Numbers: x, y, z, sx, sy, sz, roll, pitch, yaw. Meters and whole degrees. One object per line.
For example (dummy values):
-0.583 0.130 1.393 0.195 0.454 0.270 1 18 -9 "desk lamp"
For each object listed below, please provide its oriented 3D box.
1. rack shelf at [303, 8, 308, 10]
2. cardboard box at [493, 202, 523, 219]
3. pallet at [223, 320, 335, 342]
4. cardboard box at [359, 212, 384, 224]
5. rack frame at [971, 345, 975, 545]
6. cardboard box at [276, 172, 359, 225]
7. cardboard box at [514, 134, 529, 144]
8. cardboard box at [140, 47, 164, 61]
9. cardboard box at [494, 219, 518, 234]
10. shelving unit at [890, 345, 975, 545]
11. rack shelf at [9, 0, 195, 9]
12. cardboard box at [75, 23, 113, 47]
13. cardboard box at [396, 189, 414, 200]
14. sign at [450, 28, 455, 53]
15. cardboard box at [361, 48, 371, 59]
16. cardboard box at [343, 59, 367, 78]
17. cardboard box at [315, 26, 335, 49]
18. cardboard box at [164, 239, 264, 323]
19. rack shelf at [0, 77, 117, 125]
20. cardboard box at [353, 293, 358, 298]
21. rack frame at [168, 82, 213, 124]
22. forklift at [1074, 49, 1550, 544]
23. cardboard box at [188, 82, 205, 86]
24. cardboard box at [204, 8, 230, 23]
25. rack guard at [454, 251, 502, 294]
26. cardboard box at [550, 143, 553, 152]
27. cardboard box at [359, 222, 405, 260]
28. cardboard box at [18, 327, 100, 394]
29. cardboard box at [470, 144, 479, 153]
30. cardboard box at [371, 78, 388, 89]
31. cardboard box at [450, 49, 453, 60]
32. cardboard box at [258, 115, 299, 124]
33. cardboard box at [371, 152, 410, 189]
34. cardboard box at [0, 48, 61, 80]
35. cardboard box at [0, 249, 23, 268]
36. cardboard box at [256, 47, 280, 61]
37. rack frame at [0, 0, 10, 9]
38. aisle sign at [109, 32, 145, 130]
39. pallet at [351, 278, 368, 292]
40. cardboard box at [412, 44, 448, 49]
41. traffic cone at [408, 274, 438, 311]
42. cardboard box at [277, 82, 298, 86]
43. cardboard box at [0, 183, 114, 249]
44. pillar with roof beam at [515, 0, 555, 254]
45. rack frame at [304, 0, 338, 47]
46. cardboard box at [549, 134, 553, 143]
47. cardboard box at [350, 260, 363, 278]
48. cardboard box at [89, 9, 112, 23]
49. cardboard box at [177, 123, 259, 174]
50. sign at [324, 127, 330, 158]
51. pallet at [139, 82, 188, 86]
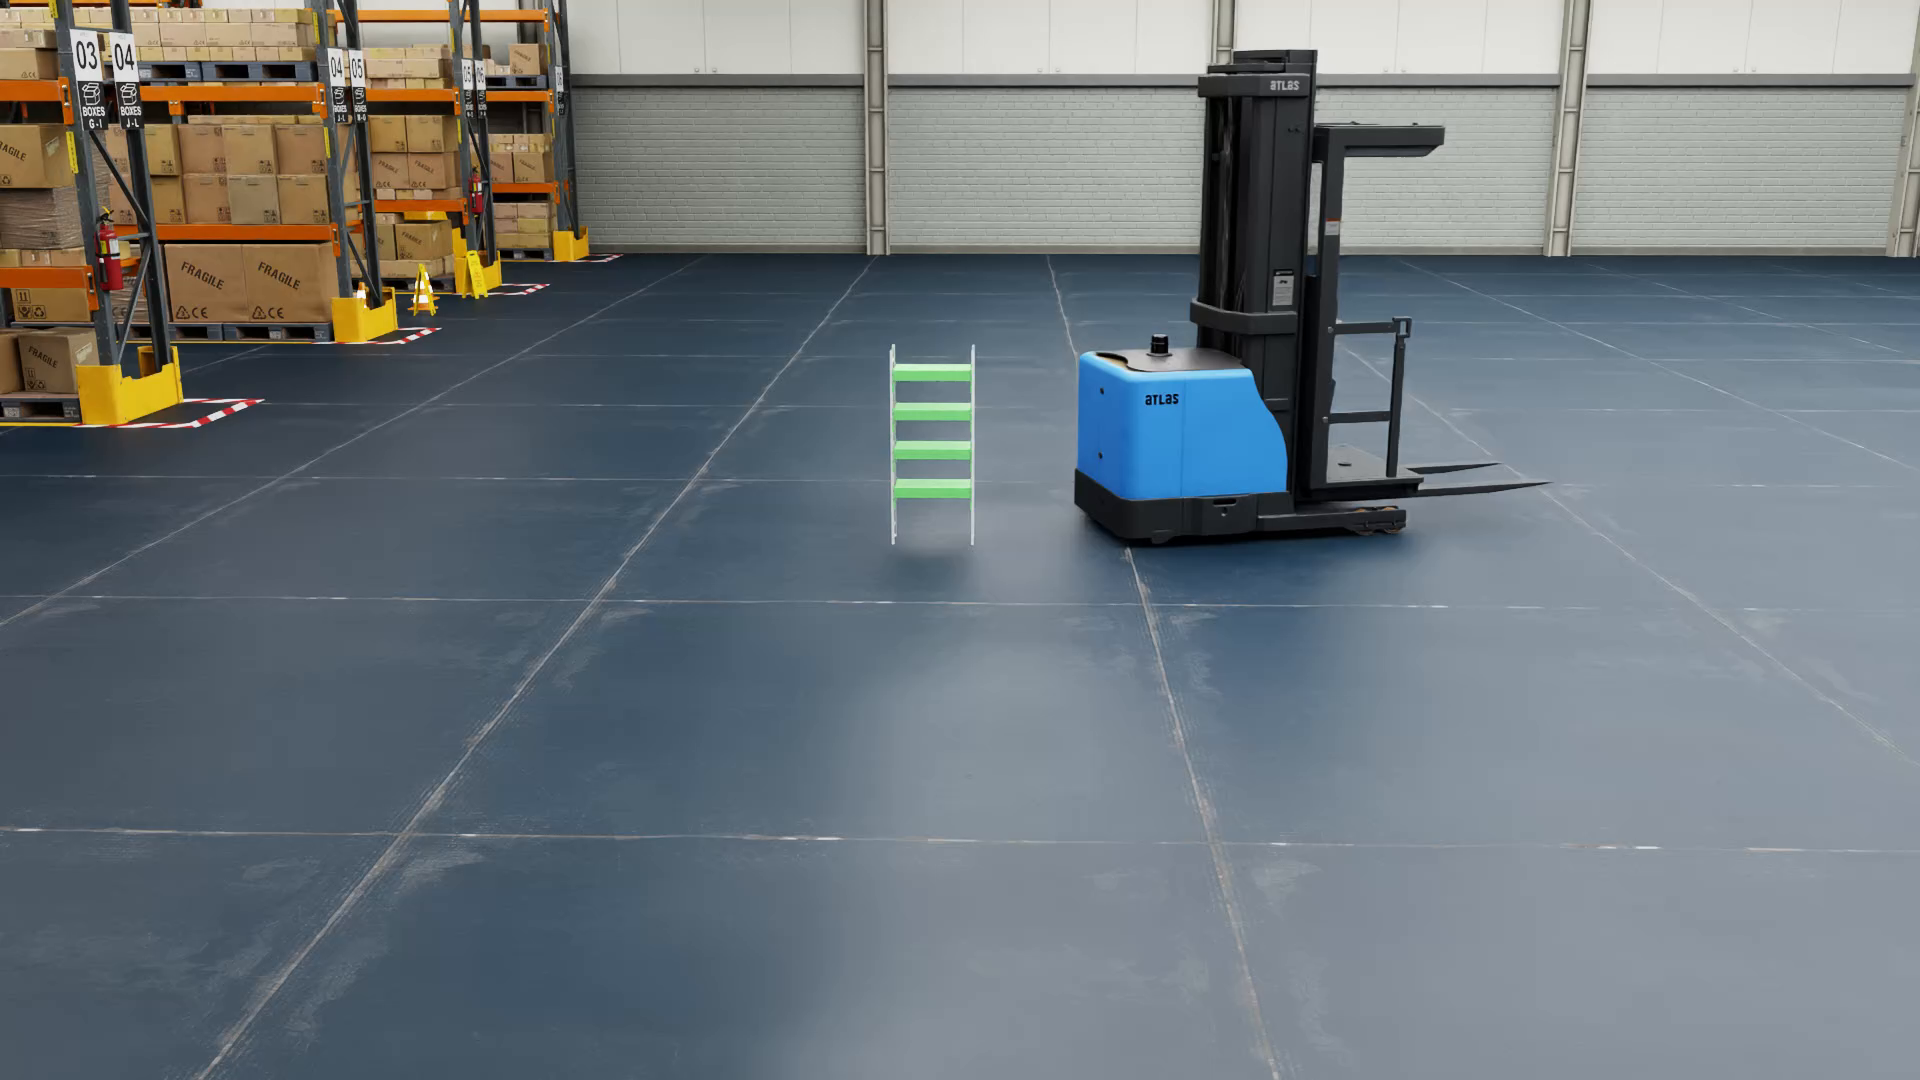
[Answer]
-12.778 -8.759 28.095 4.000 0.370 1.077 0 15 1 "rack shelf"
-7.759 -5.643 28.456 0.500 0.250 0.500 1 15 2 "cardboard box"
-7.730 -2.469 19.284 1.213 0.211 1.003 0 15 1 "pallet"
-8.331 -4.571 23.611 0.250 0.149 0.380 1 15 2 "cardboard box"
0.078 -0.580 10.185 0.015 1.200 0.240 0 15 1 "rack frame"
-7.301 -3.895 18.930 0.550 0.550 0.875 0 15 1 "cardboard box"
-7.391 -6.809 28.217 0.250 0.149 0.380 0 15 2 "cardboard box"
-8.794 -5.338 18.286 0.250 0.149 0.380 1 15 2 "cardboard box"
-7.776 -5.405 28.535 0.500 0.250 0.500 0 15 1 "cardboard box"
-0.165 -0.581 10.191 0.503 1.200 0.258 0 15 1 "shelving unit"
-12.901 -7.494 23.297 4.000 0.370 1.077 0 15 1 "rack shelf"
-9.437 -5.550 18.309 0.500 0.250 0.500 0 15 1 "cardboard box"
-7.794 -4.902 23.532 0.250 0.149 0.380 0 15 0 "cardboard box"
-6.937 -6.832 22.740 0.005 0.325 0.100 0 15 1 "sign"
-8.258 -6.763 23.143 0.250 0.149 0.380 0 15 1 "cardboard box"
-8.443 -6.557 23.144 0.500 0.250 0.500 1 15 3 "cardboard box"
-7.404 -5.674 18.776 0.500 0.250 0.500 0 15 1 "cardboard box"
-8.488 -3.000 19.174 0.875 0.875 0.875 0 15 1 "cardboard box"
-9.156 -3.683 13.951 4.000 0.370 1.077 0 15 1 "rack shelf"
-8.264 -3.210 22.215 0.250 0.149 0.380 9 17 30 "cardboard box"
-10.902 -5.121 23.870 0.127 3.000 1.000 0 15 1 "rack frame"
2.328 -1.572 10.552 3.031 2.935 1.130 -4 15 -13 "forklift"
-10.593 -6.385 23.272 0.250 0.149 0.380 0 15 1 "cardboard box"
-8.039 -5.718 18.164 0.250 0.149 0.380 1 15 2 "cardboard box"
-6.979 -3.887 24.092 0.348 0.500 1.175 0 15 1 "rack guard"
-7.113 -6.791 28.733 0.250 0.149 0.380 0 15 0 "cardboard box"
-8.233 -4.272 23.750 0.500 0.500 0.500 1 15 4 "cardboard box"
-7.780 -1.570 14.489 0.500 0.500 0.500 3 15 12 "cardboard box"
-8.164 -6.659 28.233 0.250 0.149 0.380 0 15 0 "cardboard box"
-8.033 -6.377 23.244 0.250 0.149 0.380 0 15 2 "cardboard box"
-7.253 -6.864 23.525 0.250 0.149 0.380 0 15 1 "cardboard box"
-9.456 -5.719 23.399 0.500 0.500 0.700 0 15 0 "cardboard box"
-7.953 -5.225 23.484 0.500 0.500 0.500 0 15 2 "cardboard box"
-7.645 -3.884 13.595 0.500 0.250 0.500 1 15 3 "cardboard box"
-7.948 -2.386 13.995 0.250 0.149 0.380 0 15 1 "cardboard box"
-7.522 -5.330 18.255 0.250 0.149 0.380 0 15 2 "cardboard box"
-10.927 -6.759 18.317 0.127 3.000 1.000 0 15 1 "rack frame"
-7.087 -3.901 14.149 0.004 0.787 0.394 0 15 1 "aisle sign"
-9.007 -3.770 24.216 1.213 0.211 1.003 0 15 1 "pallet"
-8.834 -8.099 28.056 0.637 0.503 0.797 1 15 3 "cardboard box"
-7.054 -3.257 21.777 0.334 0.463 0.336 0 15 1 "traffic cone"
-9.310 -6.355 23.158 0.250 0.149 0.380 0 15 0 "cardboard box"
-7.705 -2.770 14.182 0.500 0.500 0.875 0 15 1 "cardboard box"
-7.563 -8.398 24.531 0.400 9.000 9.100 0 15 1 "pillar with roof beam"
-10.779 -9.288 27.903 0.127 3.000 1.000 0 15 1 "rack frame"
-7.110 -6.923 28.650 0.250 0.149 0.380 0 15 0 "cardboard box"
-8.759 -3.912 23.856 0.500 0.250 0.500 0 15 -1 "cardboard box"
-9.300 -5.727 18.196 0.250 0.149 0.380 0 15 1 "cardboard box"
-8.407 -4.457 18.943 0.550 0.550 0.875 0 15 1 "cardboard box"
-6.956 -4.368 18.282 0.005 0.325 0.100 0 15 1 "sign"
-11.516 -6.512 23.629 1.003 0.211 1.213 0 15 1 "pallet"
